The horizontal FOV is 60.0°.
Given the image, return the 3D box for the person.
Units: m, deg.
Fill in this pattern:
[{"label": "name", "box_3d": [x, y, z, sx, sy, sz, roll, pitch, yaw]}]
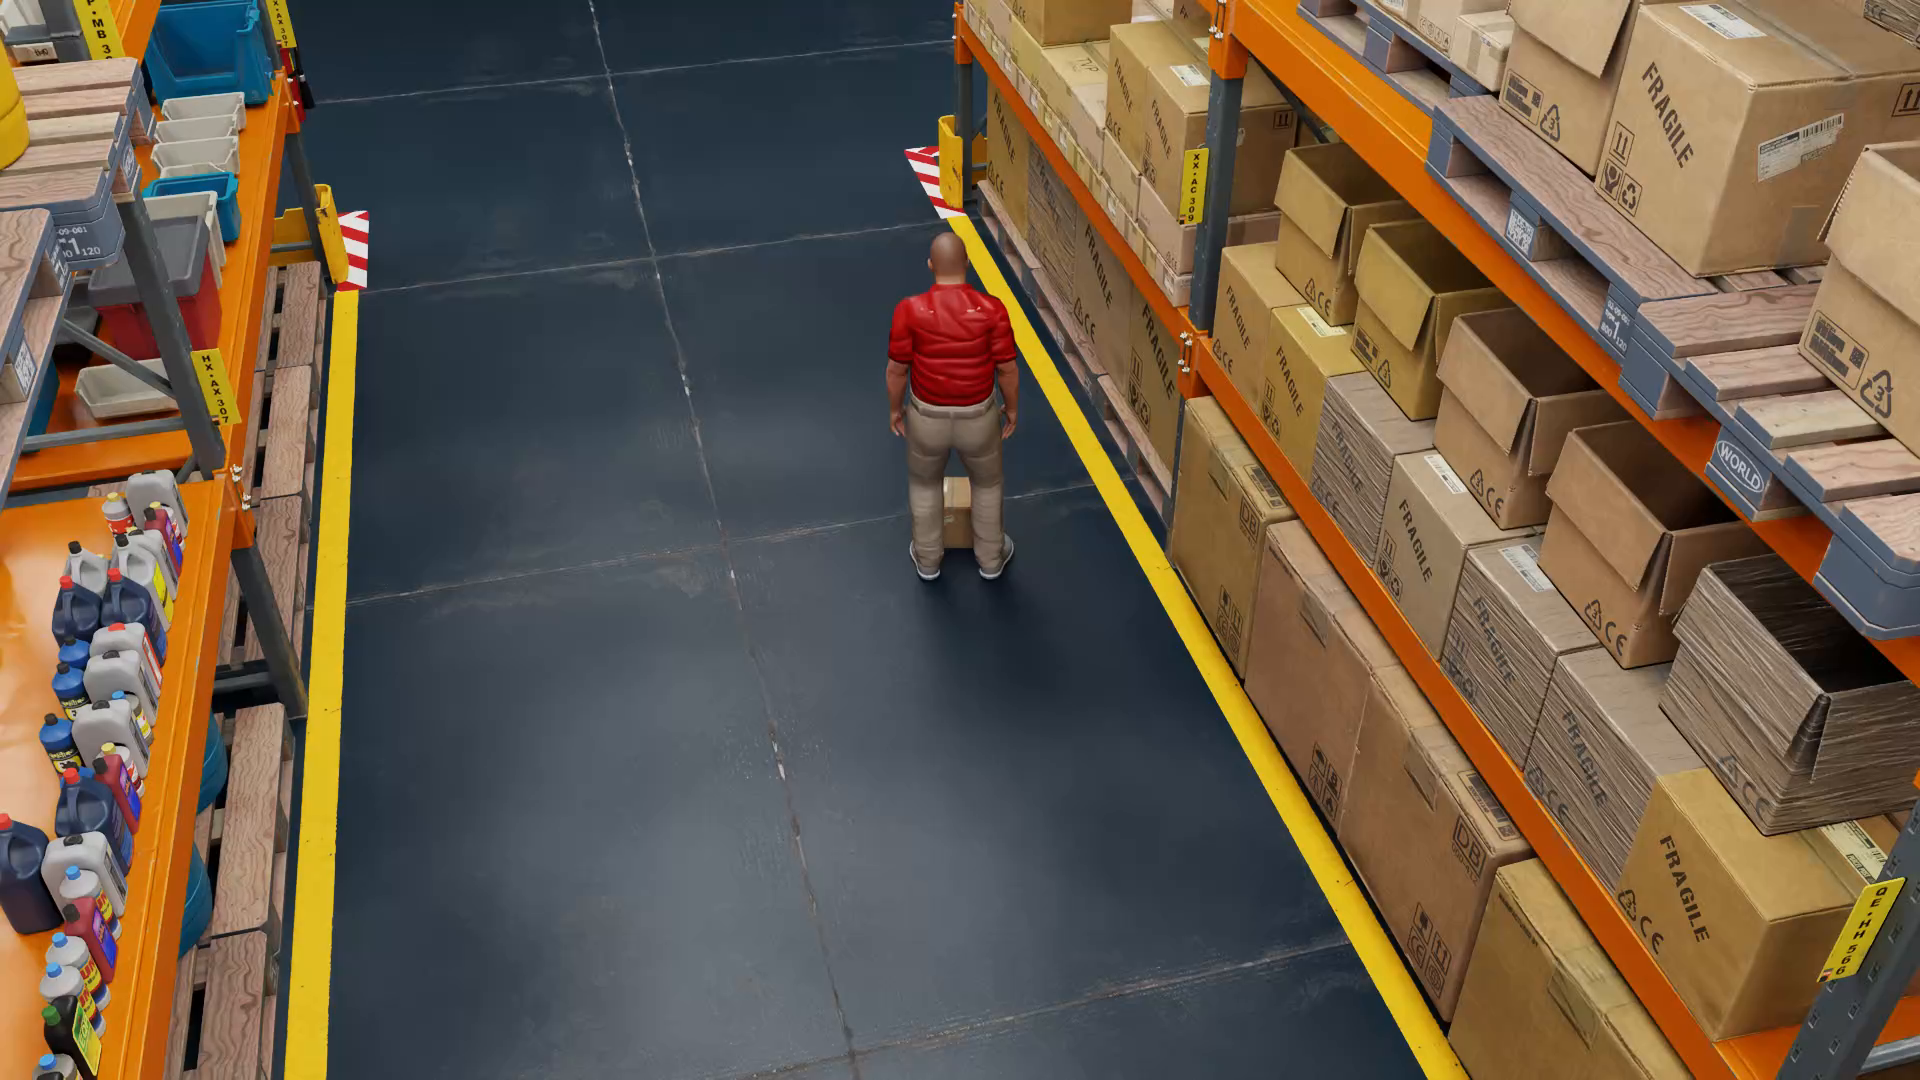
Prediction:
[{"label": "person", "box_3d": [-0.030, -0.564, 7.448, 0.585, 1.727, 0.392, 1, 38, 1]}]
